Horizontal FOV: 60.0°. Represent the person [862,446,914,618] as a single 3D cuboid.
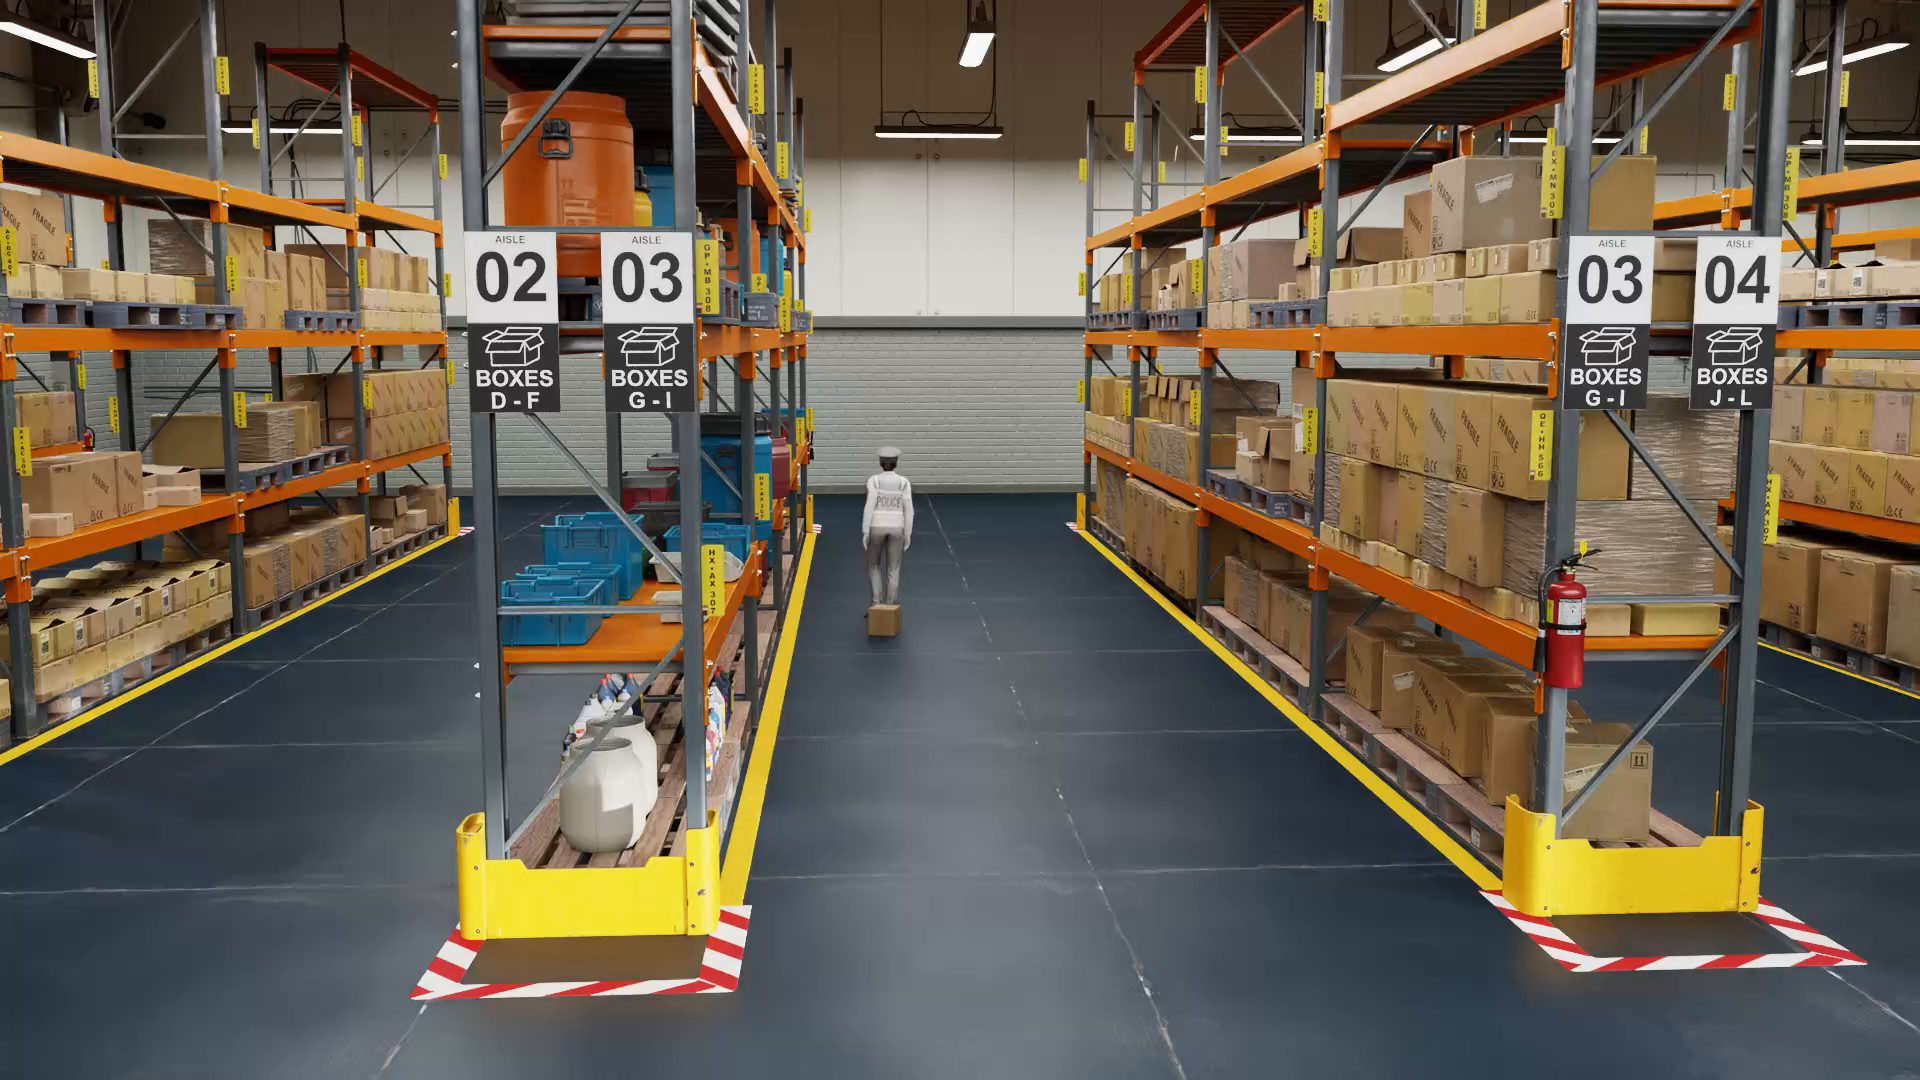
[{"bbox_3d":[-0.693,-0.038,16.067,0.512,1.708,0.536,-1,7,-7],"label":"person"}]
